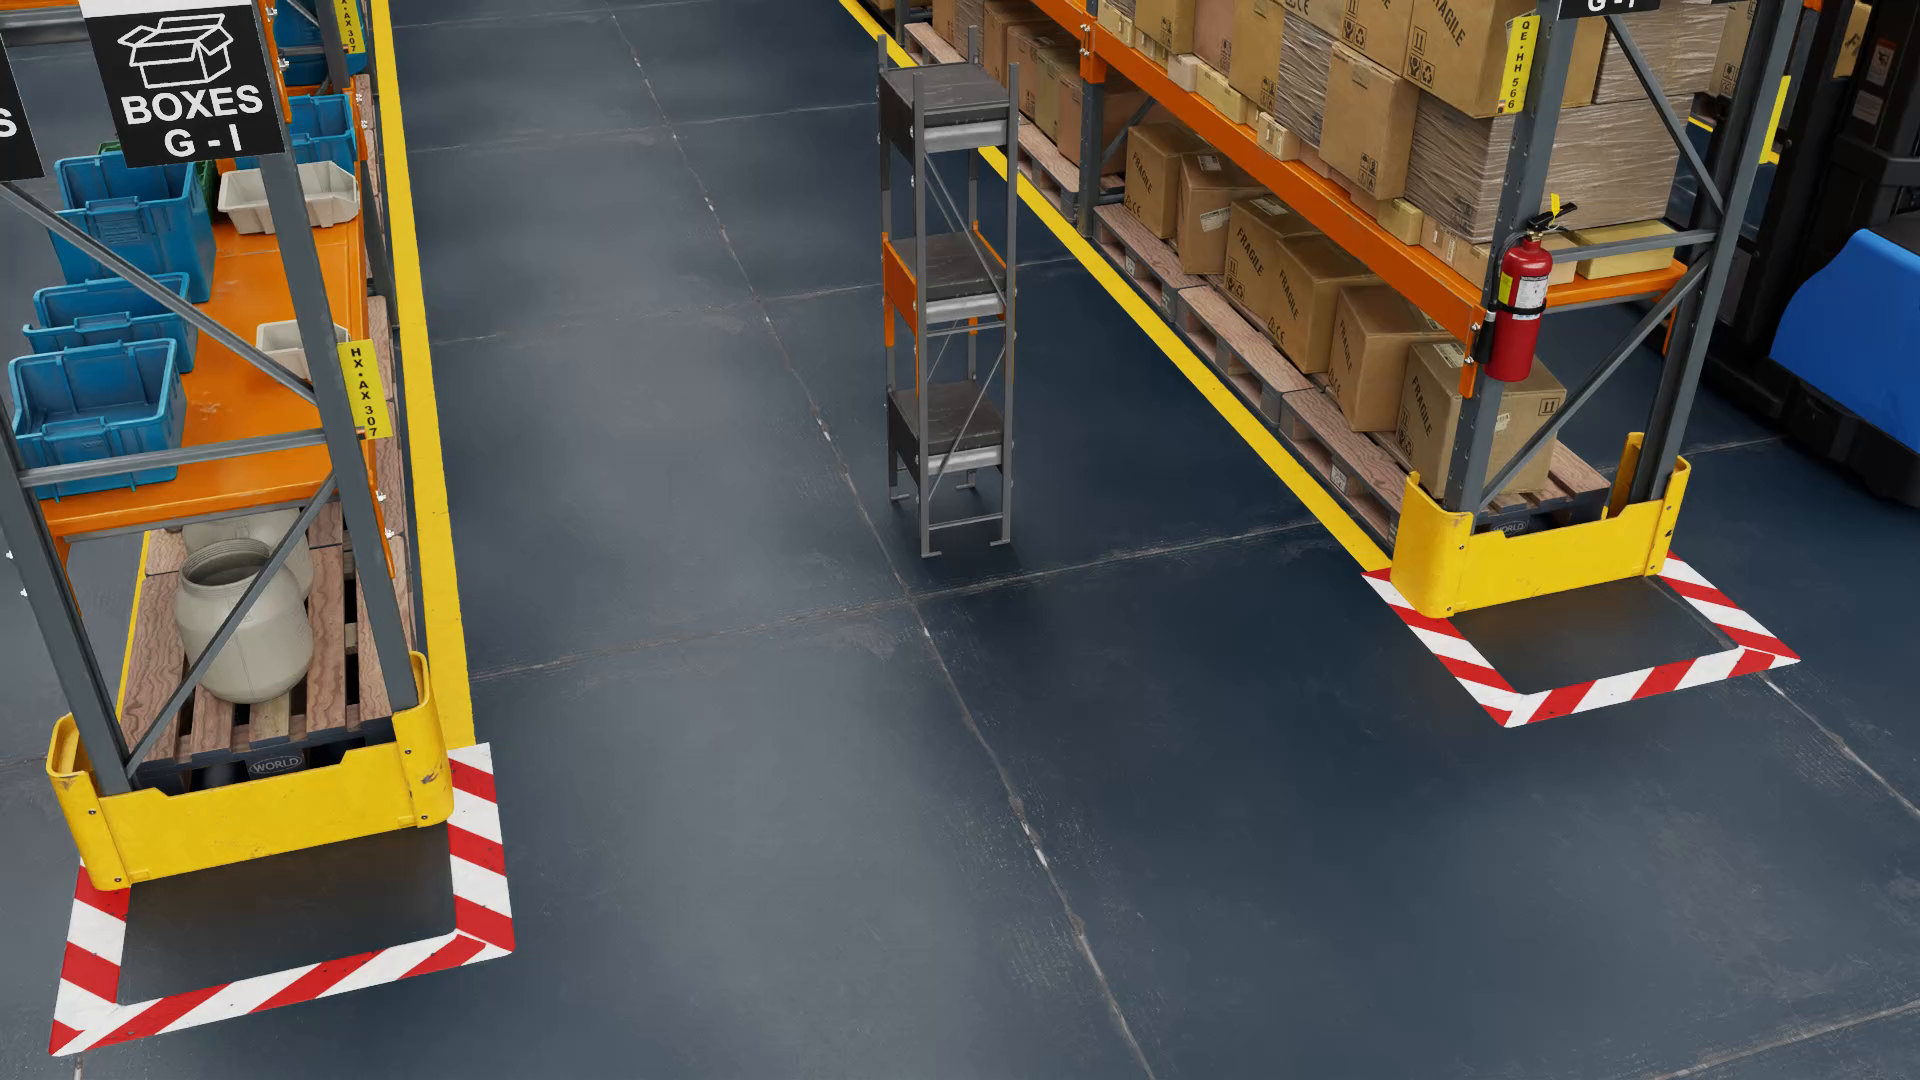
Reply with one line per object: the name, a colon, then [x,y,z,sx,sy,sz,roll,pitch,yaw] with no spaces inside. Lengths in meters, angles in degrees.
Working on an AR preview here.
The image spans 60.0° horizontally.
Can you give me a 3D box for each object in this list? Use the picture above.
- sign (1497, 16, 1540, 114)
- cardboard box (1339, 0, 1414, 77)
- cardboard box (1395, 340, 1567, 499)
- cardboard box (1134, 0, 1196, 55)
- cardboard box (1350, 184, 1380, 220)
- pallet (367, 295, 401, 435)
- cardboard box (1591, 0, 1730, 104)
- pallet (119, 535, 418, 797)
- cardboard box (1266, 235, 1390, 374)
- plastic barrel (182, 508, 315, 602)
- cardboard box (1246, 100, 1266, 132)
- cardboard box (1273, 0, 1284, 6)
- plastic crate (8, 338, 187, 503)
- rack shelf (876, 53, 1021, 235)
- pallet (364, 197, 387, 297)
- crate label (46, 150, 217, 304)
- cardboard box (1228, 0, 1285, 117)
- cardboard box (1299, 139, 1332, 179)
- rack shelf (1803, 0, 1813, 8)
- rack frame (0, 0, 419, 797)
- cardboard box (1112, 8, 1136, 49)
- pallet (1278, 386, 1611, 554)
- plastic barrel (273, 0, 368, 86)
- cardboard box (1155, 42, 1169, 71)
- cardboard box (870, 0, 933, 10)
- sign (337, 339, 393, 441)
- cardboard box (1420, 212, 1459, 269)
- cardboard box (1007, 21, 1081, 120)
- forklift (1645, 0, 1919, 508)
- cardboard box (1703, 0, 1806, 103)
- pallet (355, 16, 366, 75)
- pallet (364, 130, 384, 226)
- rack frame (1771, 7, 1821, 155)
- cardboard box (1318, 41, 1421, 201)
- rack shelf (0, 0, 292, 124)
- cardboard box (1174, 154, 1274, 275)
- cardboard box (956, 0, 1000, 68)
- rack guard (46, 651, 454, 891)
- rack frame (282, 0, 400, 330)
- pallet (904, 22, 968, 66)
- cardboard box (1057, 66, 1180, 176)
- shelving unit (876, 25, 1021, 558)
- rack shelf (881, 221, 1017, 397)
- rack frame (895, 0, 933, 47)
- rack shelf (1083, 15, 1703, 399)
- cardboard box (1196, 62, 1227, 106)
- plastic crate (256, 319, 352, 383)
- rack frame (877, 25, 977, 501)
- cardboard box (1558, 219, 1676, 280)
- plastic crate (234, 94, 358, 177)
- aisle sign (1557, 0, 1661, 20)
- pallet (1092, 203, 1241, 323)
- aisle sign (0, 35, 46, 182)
sign: [1.886,-1.604,5.619,0.100,0.325,0.005,-10,35,-15]
cardboard box: [1.860,-2.163,6.536,0.500,0.500,0.500,-10,35,-15]
cardboard box: [2.247,-0.535,7.225,0.500,0.500,0.500,-4,34,-6]
cardboard box: [1.398,-2.822,8.440,0.875,0.500,0.500,-10,35,-15]
cardboard box: [1.875,-1.470,6.981,0.380,0.149,0.250,-10,35,-15]
pallet: [-3.351,-0.816,8.293,1.003,0.211,1.213,-10,35,-15]
cardboard box: [2.513,-1.989,6.272,0.500,0.500,0.500,-10,35,-15]
pallet: [-2.607,0.465,6.354,1.003,0.211,1.213,-10,35,-15]
cardboard box: [1.859,-1.175,8.193,0.500,0.500,0.500,-7,34,-10]
plastic barrel: [-2.722,0.028,6.362,0.421,0.512,0.421,0,33,0]
cardboard box: [1.570,-1.995,7.776,0.380,0.149,0.250,-10,35,-15]
cardboard box: [1.565,-2.690,7.333,0.500,0.500,0.500,-10,35,-15]
plastic crate: [-2.733,-0.389,5.253,0.499,0.251,0.616,-10,35,-15]
rack shelf: [-0.050,-1.536,6.424,0.431,0.518,0.480,-10,35,-15]
pallet: [-3.792,-1.581,9.452,1.003,0.211,1.213,-10,35,-15]
crate label: [-3.115,-1.174,6.274,0.502,0.435,0.616,-10,35,-15]
cardboard box: [1.760,-2.307,7.661,0.875,0.500,0.500,-10,35,-15]
cardboard box: [1.741,-1.735,7.383,0.380,0.149,0.250,-10,35,-15]
rack shelf: [5.345,-4.703,12.299,1.077,0.370,4.000,-10,35,-15]
rack frame: [-2.296,-0.239,4.890,1.000,3.000,0.127,-10,35,-15]
cardboard box: [1.044,-2.770,8.949,0.380,0.149,0.250,-10,35,-15]
pallet: [2.184,-0.381,7.635,1.003,0.211,1.213,-10,35,-15]
plastic barrel: [-3.345,-2.802,8.315,0.600,0.901,0.708,-10,35,-15]
cardboard box: [1.232,-2.514,8.561,0.380,0.149,0.250,-10,35,-15]
cardboard box: [-0.210,-4.926,13.531,1.225,0.875,0.875,-12,35,-17]
sign: [-1.771,-0.444,4.951,0.100,0.325,0.005,-10,35,-15]
cardboard box: [2.062,-1.213,6.593,0.380,0.149,0.250,-10,35,-15]
cardboard box: [0.736,-3.186,11.218,0.700,0.500,0.500,-13,36,-19]
forklift: [4.258,-2.167,7.870,1.130,2.935,3.031,-10,35,-14]
cardboard box: [5.680,-3.500,11.486,1.050,0.750,0.750,-10,35,-15]
pallet: [-5.016,-3.683,12.631,1.003,0.211,1.213,-10,35,-15]
pallet: [-4.168,-2.223,10.423,1.003,0.211,1.213,-10,35,-15]
rack frame: [5.955,-3.953,10.511,1.000,3.000,0.127,-10,35,-15]
cardboard box: [2.013,-1.773,6.852,0.875,0.500,0.500,-10,35,-15]
rack shelf: [-2.906,-2.240,5.851,1.077,0.370,4.000,-10,35,-15]
cardboard box: [1.467,-1.788,9.121,0.500,0.500,0.500,0,33,1]
cardboard box: [0.386,-3.775,12.110,0.700,0.500,0.500,-13,36,-19]
rack guard: [-2.364,0.772,5.628,1.175,0.500,0.348,-10,35,-15]
rack frame: [-3.516,-2.339,8.069,1.000,3.000,0.127,-10,35,-15]
pallet: [0.218,-3.698,12.655,1.003,0.211,1.213,-10,35,-15]
cardboard box: [1.034,-2.638,10.390,0.700,0.500,0.500,-13,36,-18]
shelving unit: [-0.050,-0.963,6.803,0.431,2.100,0.503,-10,35,-15]
rack shelf: [-0.050,-0.952,6.810,0.431,0.518,0.480,-10,35,-15]
rack frame: [-0.019,-5.272,12.507,1.000,3.000,0.127,-10,35,-15]
rack shelf: [1.811,-1.822,7.938,1.077,0.370,4.000,-10,35,-15]
cardboard box: [1.385,-2.251,8.164,0.380,0.149,0.250,-10,35,-15]
plastic crate: [-2.262,-0.653,5.756,0.298,0.136,0.250,-10,35,-15]
rack frame: [-0.125,-1.091,6.997,0.400,2.100,0.015,-10,35,-15]
cardboard box: [2.561,-1.157,6.507,0.380,0.149,0.250,-10,35,-15]
plastic crate: [-2.920,-1.741,7.299,0.499,0.251,0.616,-10,35,-15]
aisle sign: [2.154,-2.073,5.309,0.394,0.787,0.004,-10,35,-15]
pallet: [1.439,-1.662,9.573,1.003,0.211,1.213,-10,35,-15]
aisle sign: [-2.557,-1.236,4.041,0.394,0.787,0.004,-10,35,-15]
